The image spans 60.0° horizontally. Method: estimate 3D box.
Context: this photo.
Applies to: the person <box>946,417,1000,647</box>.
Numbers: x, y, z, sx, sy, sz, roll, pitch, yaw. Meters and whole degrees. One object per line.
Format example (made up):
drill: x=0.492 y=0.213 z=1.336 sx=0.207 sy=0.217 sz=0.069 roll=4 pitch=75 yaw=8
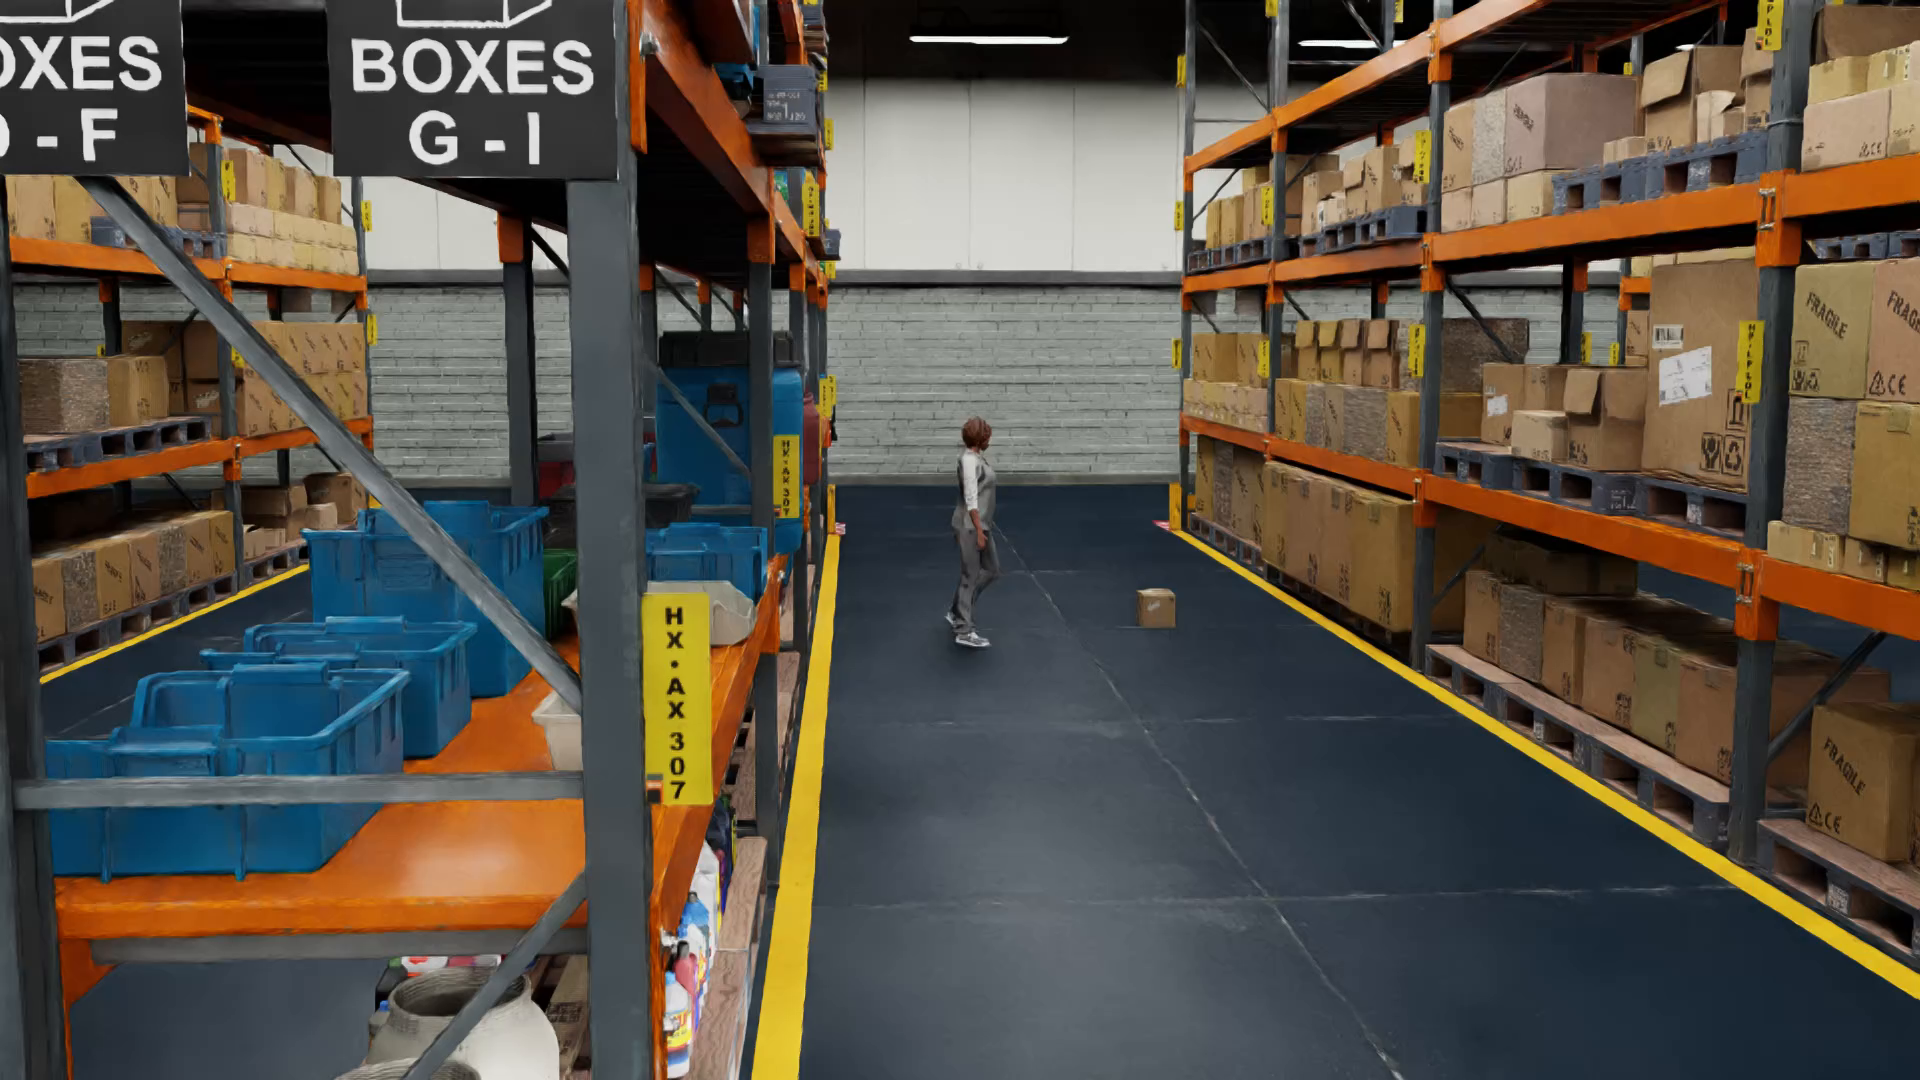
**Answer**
person: x=0.063 y=-0.070 z=11.742 sx=0.382 sy=1.598 sz=0.470 roll=1 pitch=7 yaw=11
